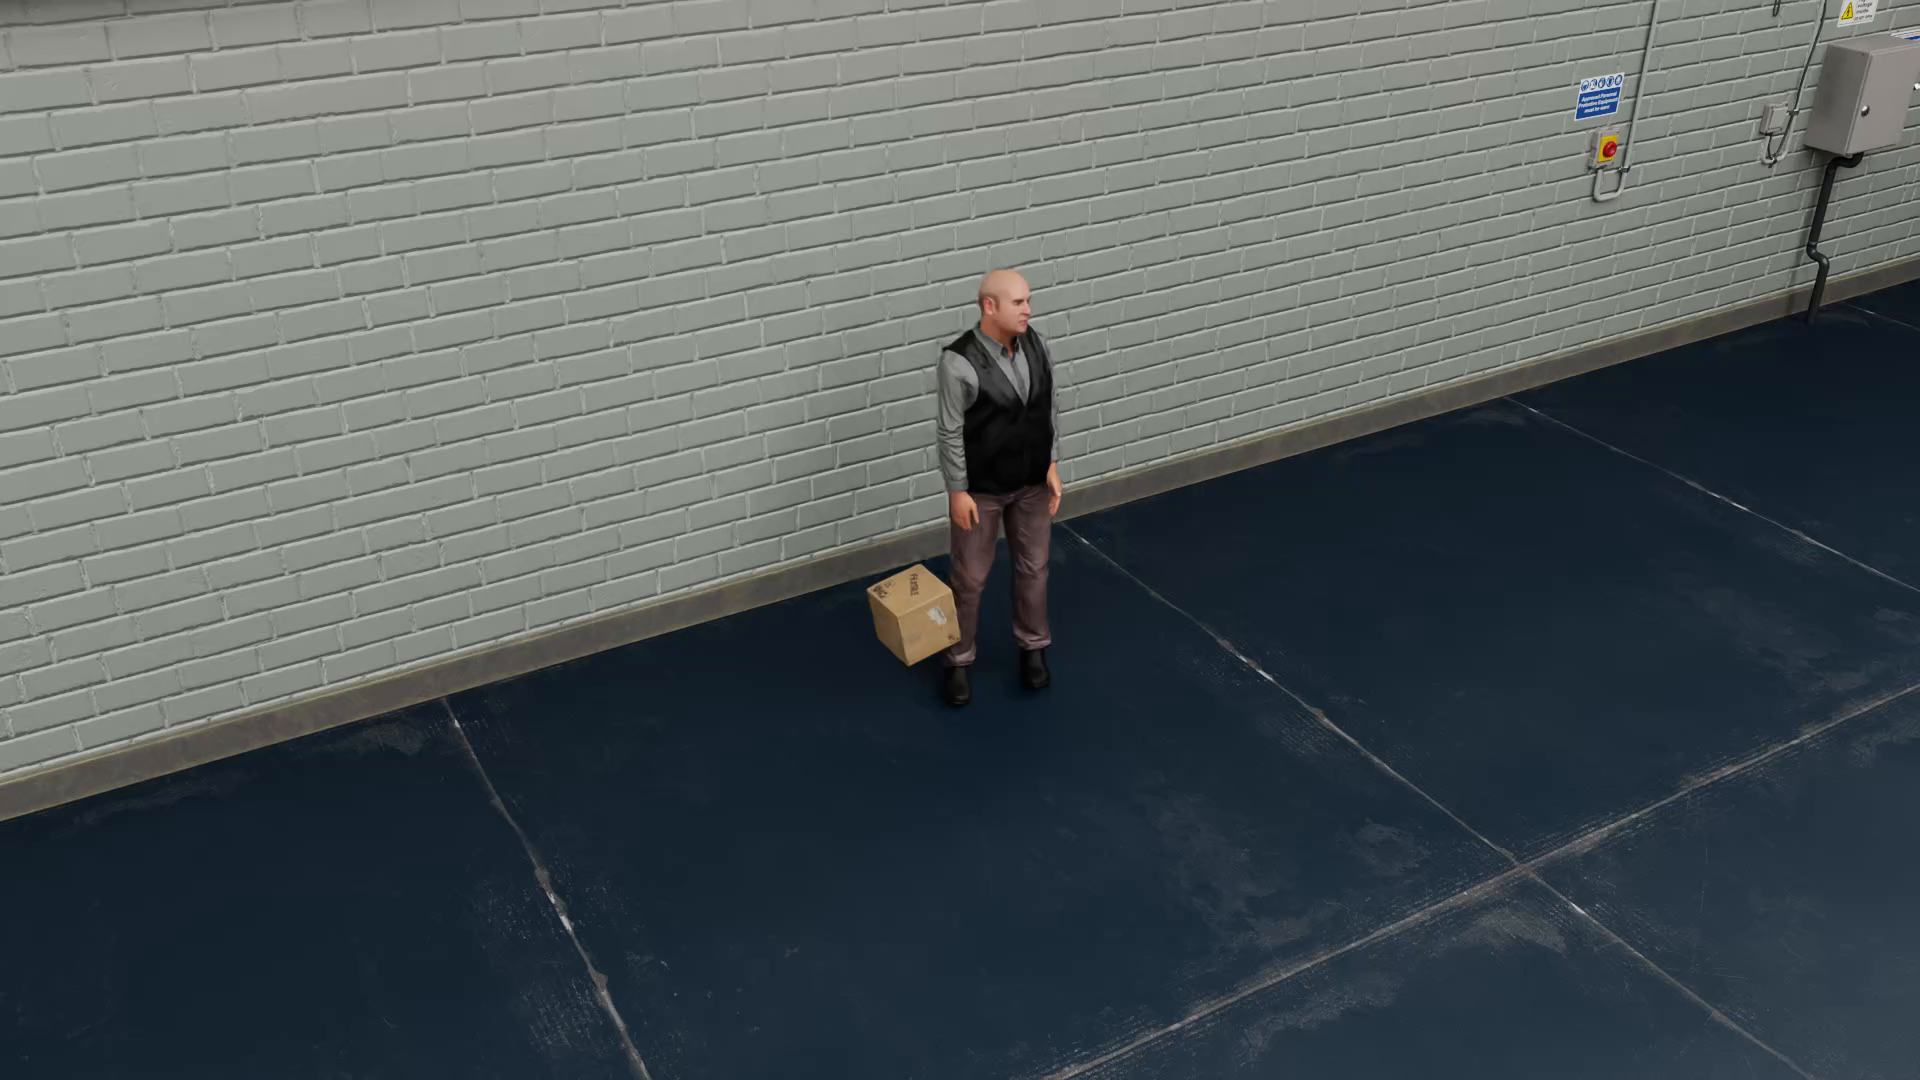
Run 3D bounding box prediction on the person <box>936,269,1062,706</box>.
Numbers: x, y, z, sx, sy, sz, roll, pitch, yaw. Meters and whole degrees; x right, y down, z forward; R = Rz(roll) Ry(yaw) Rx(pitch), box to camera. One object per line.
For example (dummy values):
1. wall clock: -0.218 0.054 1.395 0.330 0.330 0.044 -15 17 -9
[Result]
1. person: 0.148 -0.197 6.459 0.573 1.731 0.459 -18 34 -30
